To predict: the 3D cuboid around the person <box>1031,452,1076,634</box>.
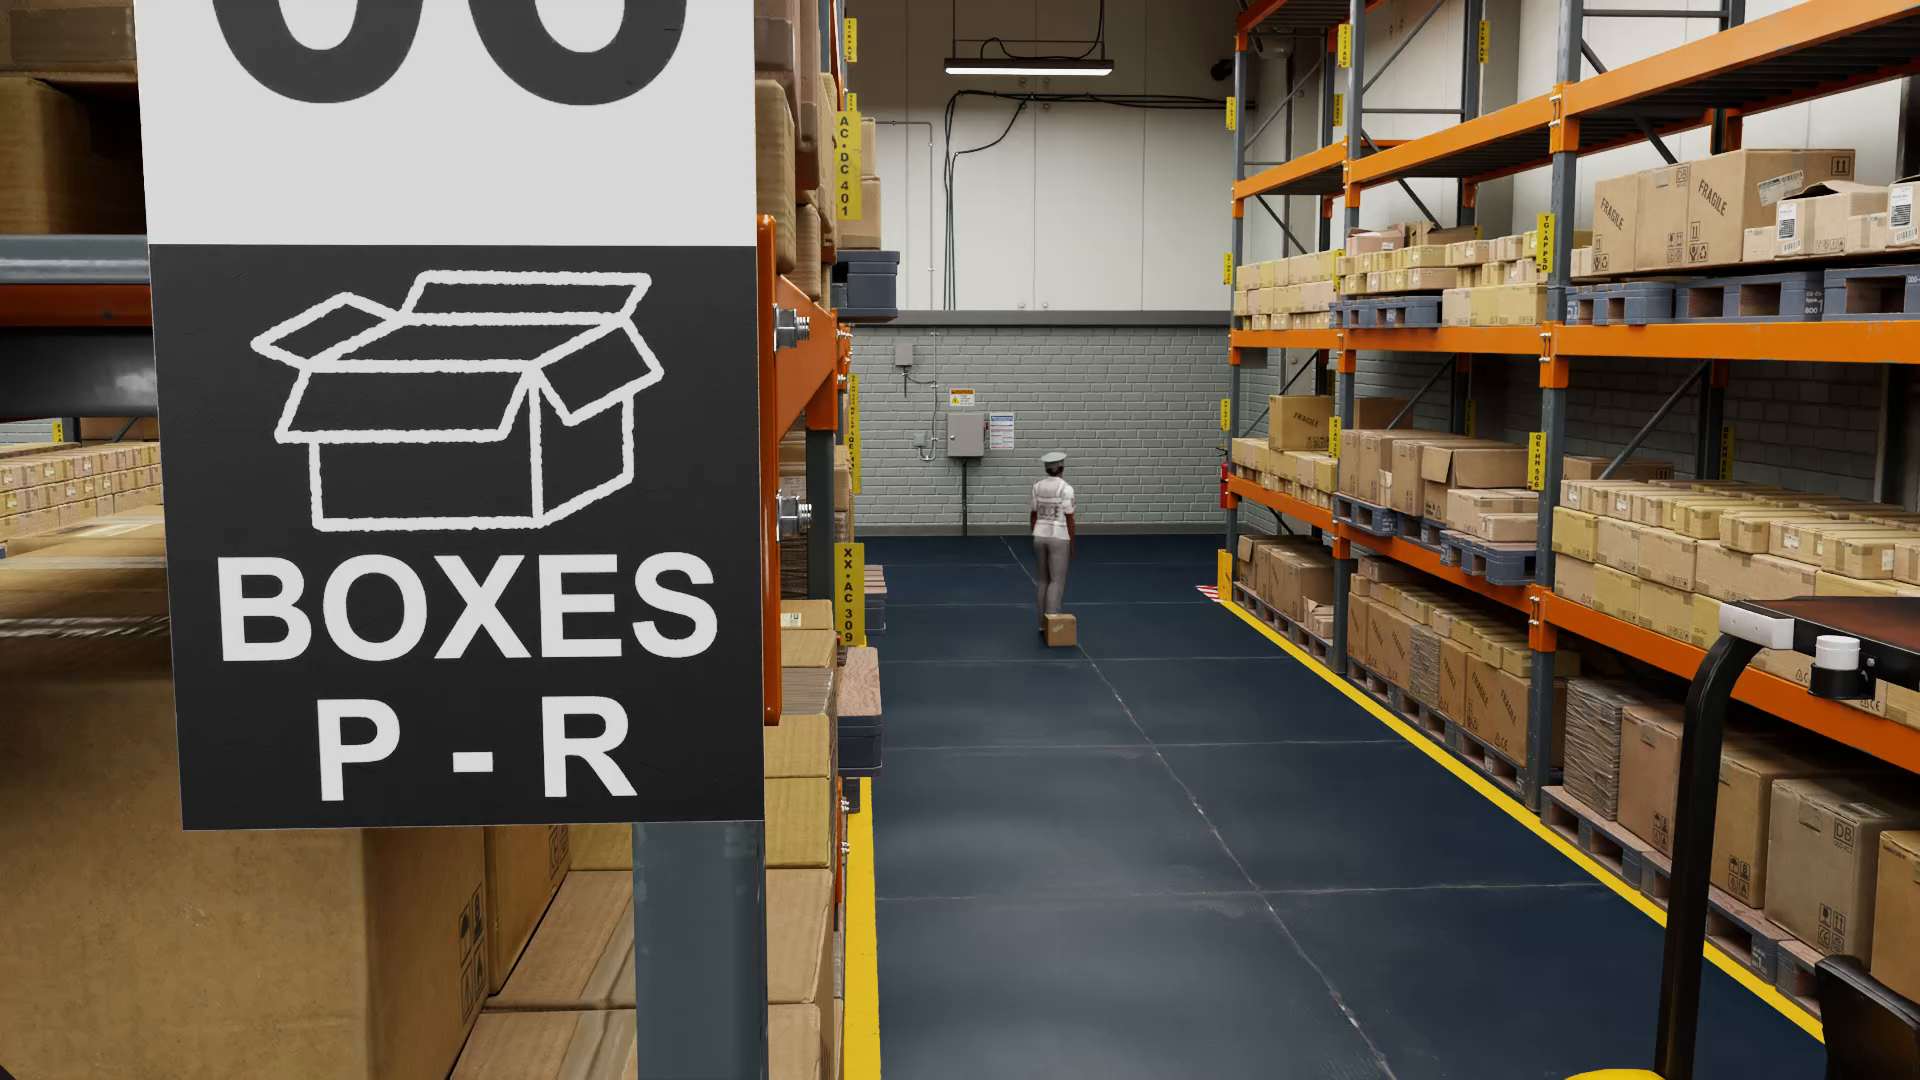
[{"bbox_3d":[0.869,0.036,15.299,0.502,1.670,0.483,6,9,40],"label":"person"}]
